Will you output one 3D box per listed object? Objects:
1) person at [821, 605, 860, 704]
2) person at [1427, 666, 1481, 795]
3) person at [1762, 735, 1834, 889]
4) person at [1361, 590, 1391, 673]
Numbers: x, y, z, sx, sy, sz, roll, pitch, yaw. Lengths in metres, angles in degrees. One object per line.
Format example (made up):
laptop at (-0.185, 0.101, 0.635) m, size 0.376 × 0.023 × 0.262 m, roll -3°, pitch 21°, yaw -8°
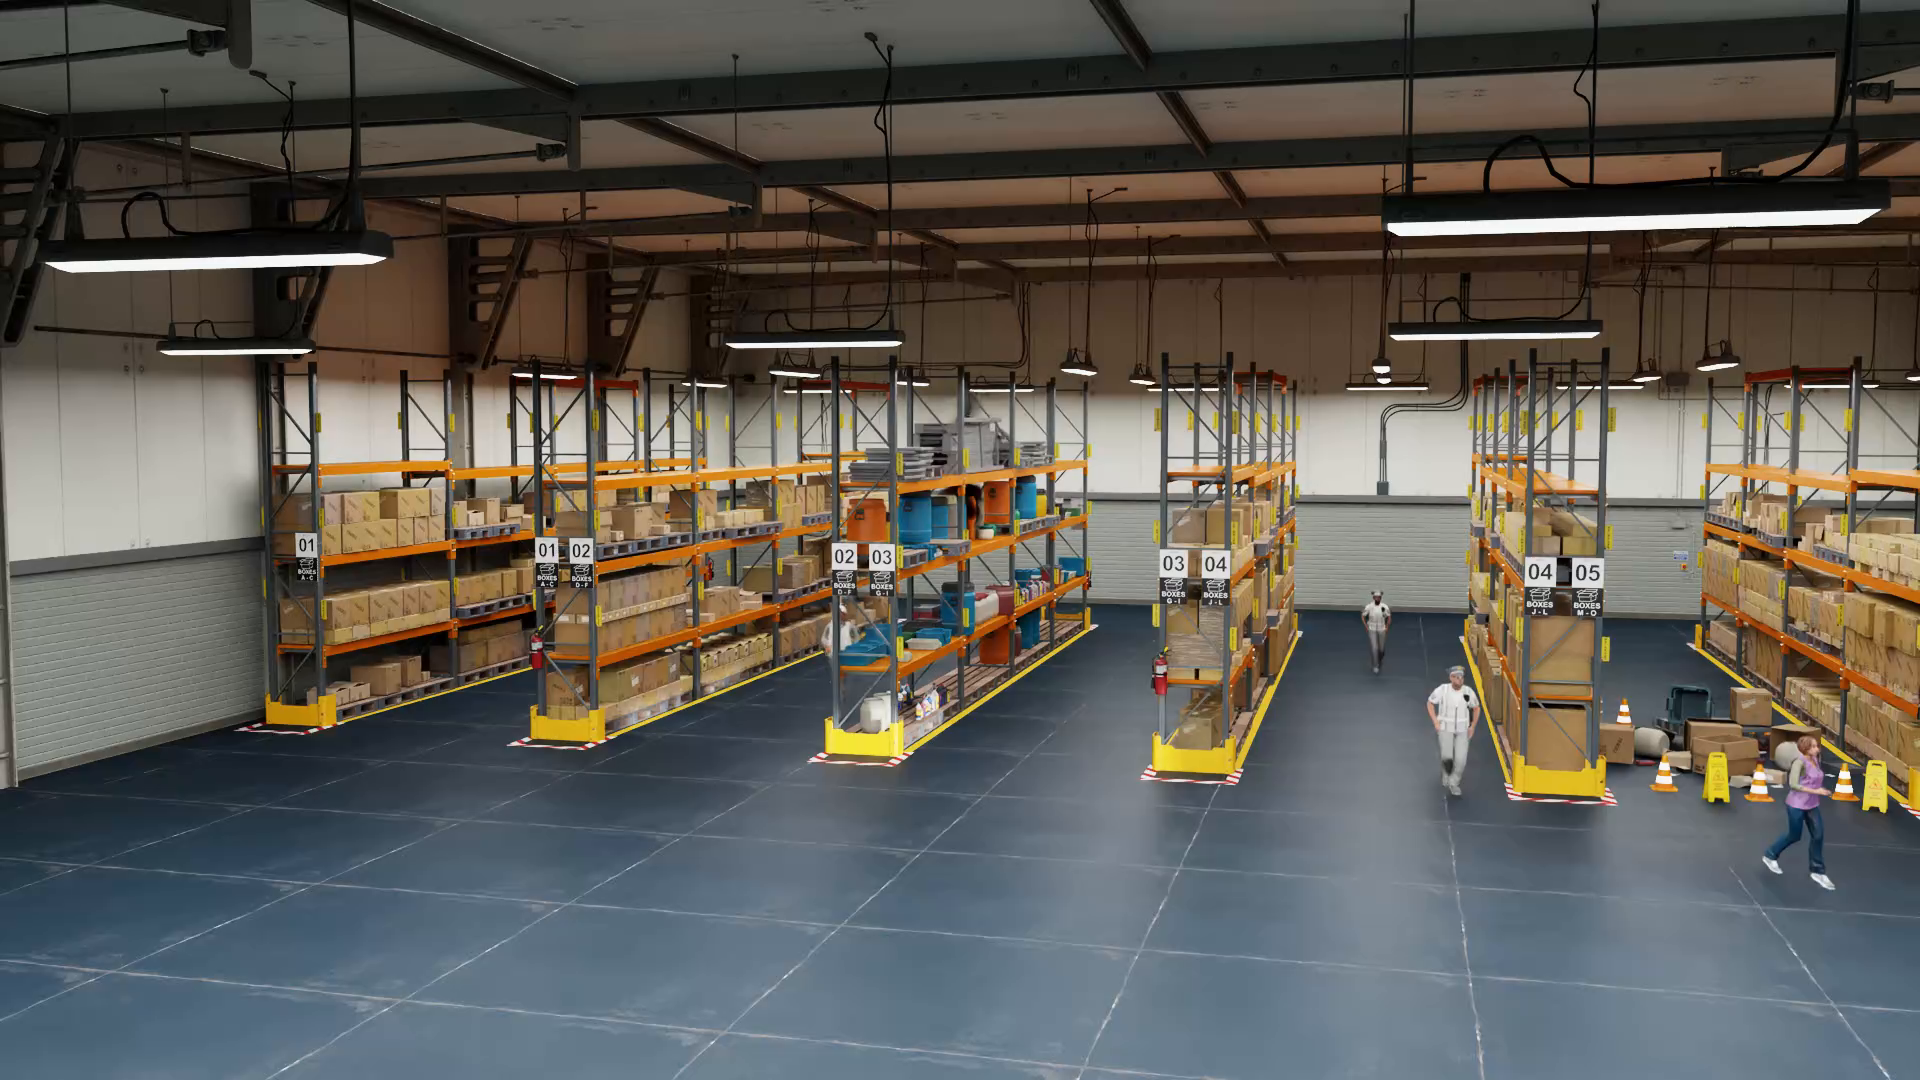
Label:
person at (-2.074, 2.004, 28.744) m, size 0.665 × 1.760 × 0.821 m, roll 1°, pitch 4°, yaw 9°
person at (6.679, 2.560, 22.457) m, size 0.693 × 1.748 × 0.518 m, roll 1°, pitch 4°, yaw 10°
person at (9.162, 2.926, 18.122) m, size 0.557 × 1.634 × 0.758 m, roll -3°, pitch 5°, yaw -32°
person at (8.367, 1.820, 33.463) m, size 0.599 × 1.670 × 0.566 m, roll 1°, pitch 4°, yaw 9°
